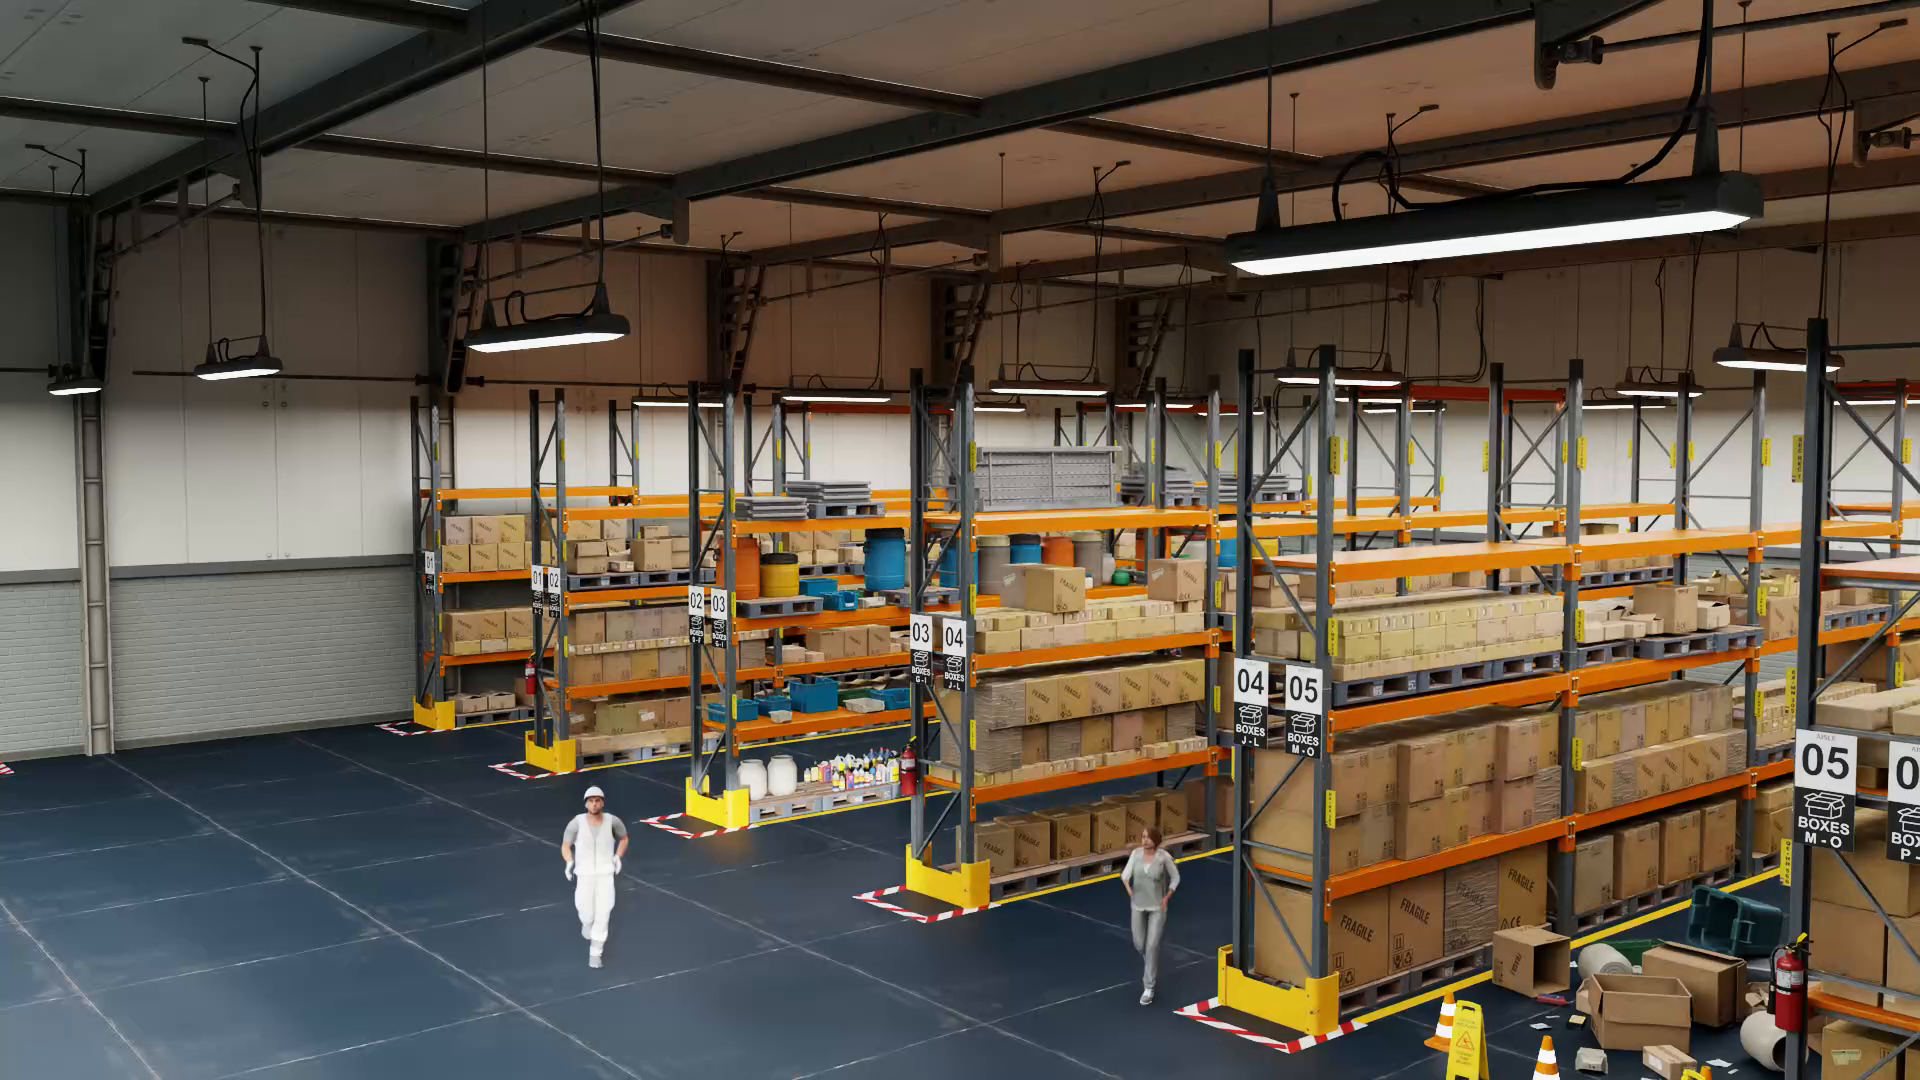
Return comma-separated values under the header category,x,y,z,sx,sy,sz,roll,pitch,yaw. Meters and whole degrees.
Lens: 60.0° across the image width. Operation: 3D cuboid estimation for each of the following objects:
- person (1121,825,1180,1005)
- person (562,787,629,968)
category,x,y,z,sx,sy,sz,roll,pitch,yaw
person,1.760,3.460,15.579,0.528,1.600,0.712,1,4,23
person,-3.624,3.318,16.562,0.656,1.749,0.704,-1,3,-14
